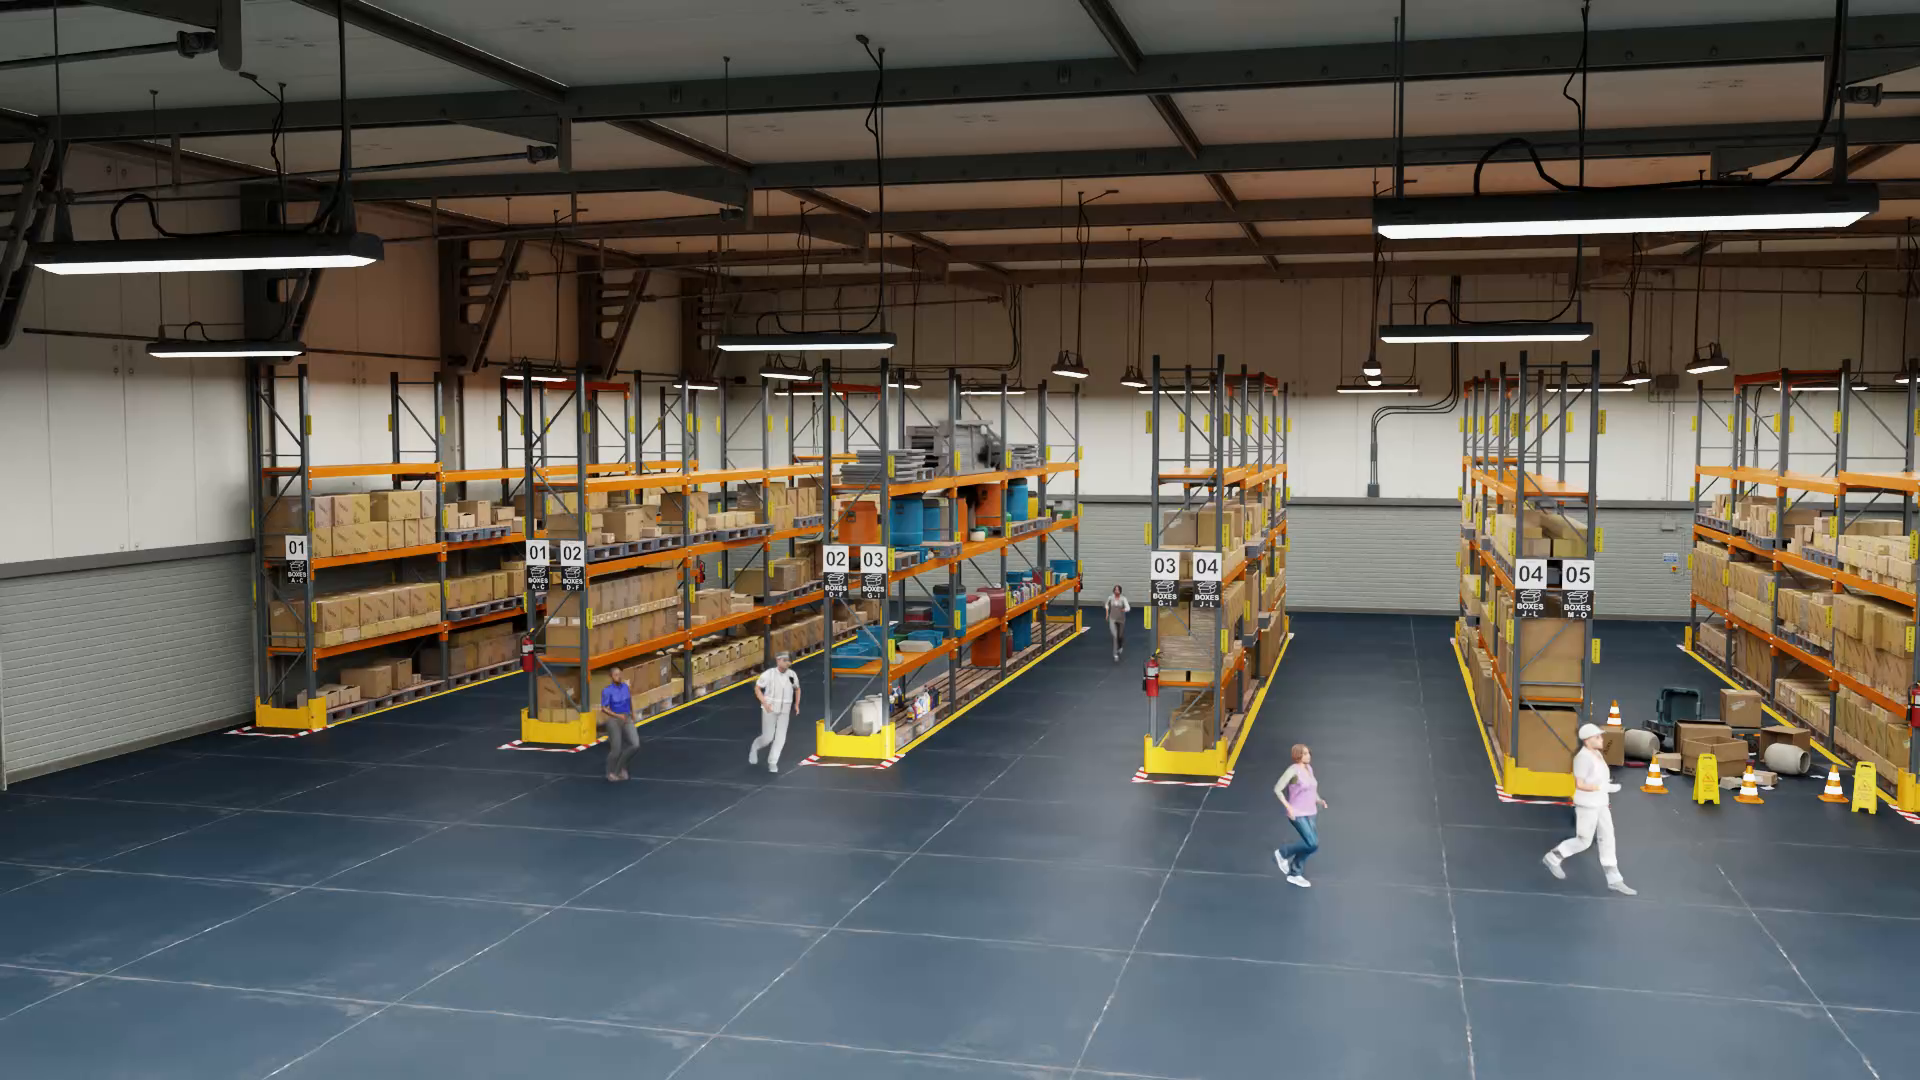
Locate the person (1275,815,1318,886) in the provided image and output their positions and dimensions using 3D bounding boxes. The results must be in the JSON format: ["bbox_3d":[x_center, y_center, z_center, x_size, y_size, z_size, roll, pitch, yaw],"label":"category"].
[{"bbox_3d":[3.710,3.308,18.113,0.501,0.912,0.337,4,6,45],"label":"person"}]

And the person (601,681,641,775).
[{"bbox_3d":[-4.763,2.647,23.302,0.589,1.343,0.545,4,6,45],"label":"person"}]

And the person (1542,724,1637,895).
[{"bbox_3d":[6.750,2.854,17.795,0.988,1.783,0.654,4,5,42],"label":"person"}]

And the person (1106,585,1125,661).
[{"bbox_3d":[3.334,1.741,35.425,0.476,1.583,0.884,1,4,7],"label":"person"}]

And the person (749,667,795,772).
[{"bbox_3d":[-2.708,2.596,24.258,0.621,1.478,0.703,-2,4,-29],"label":"person"}]
